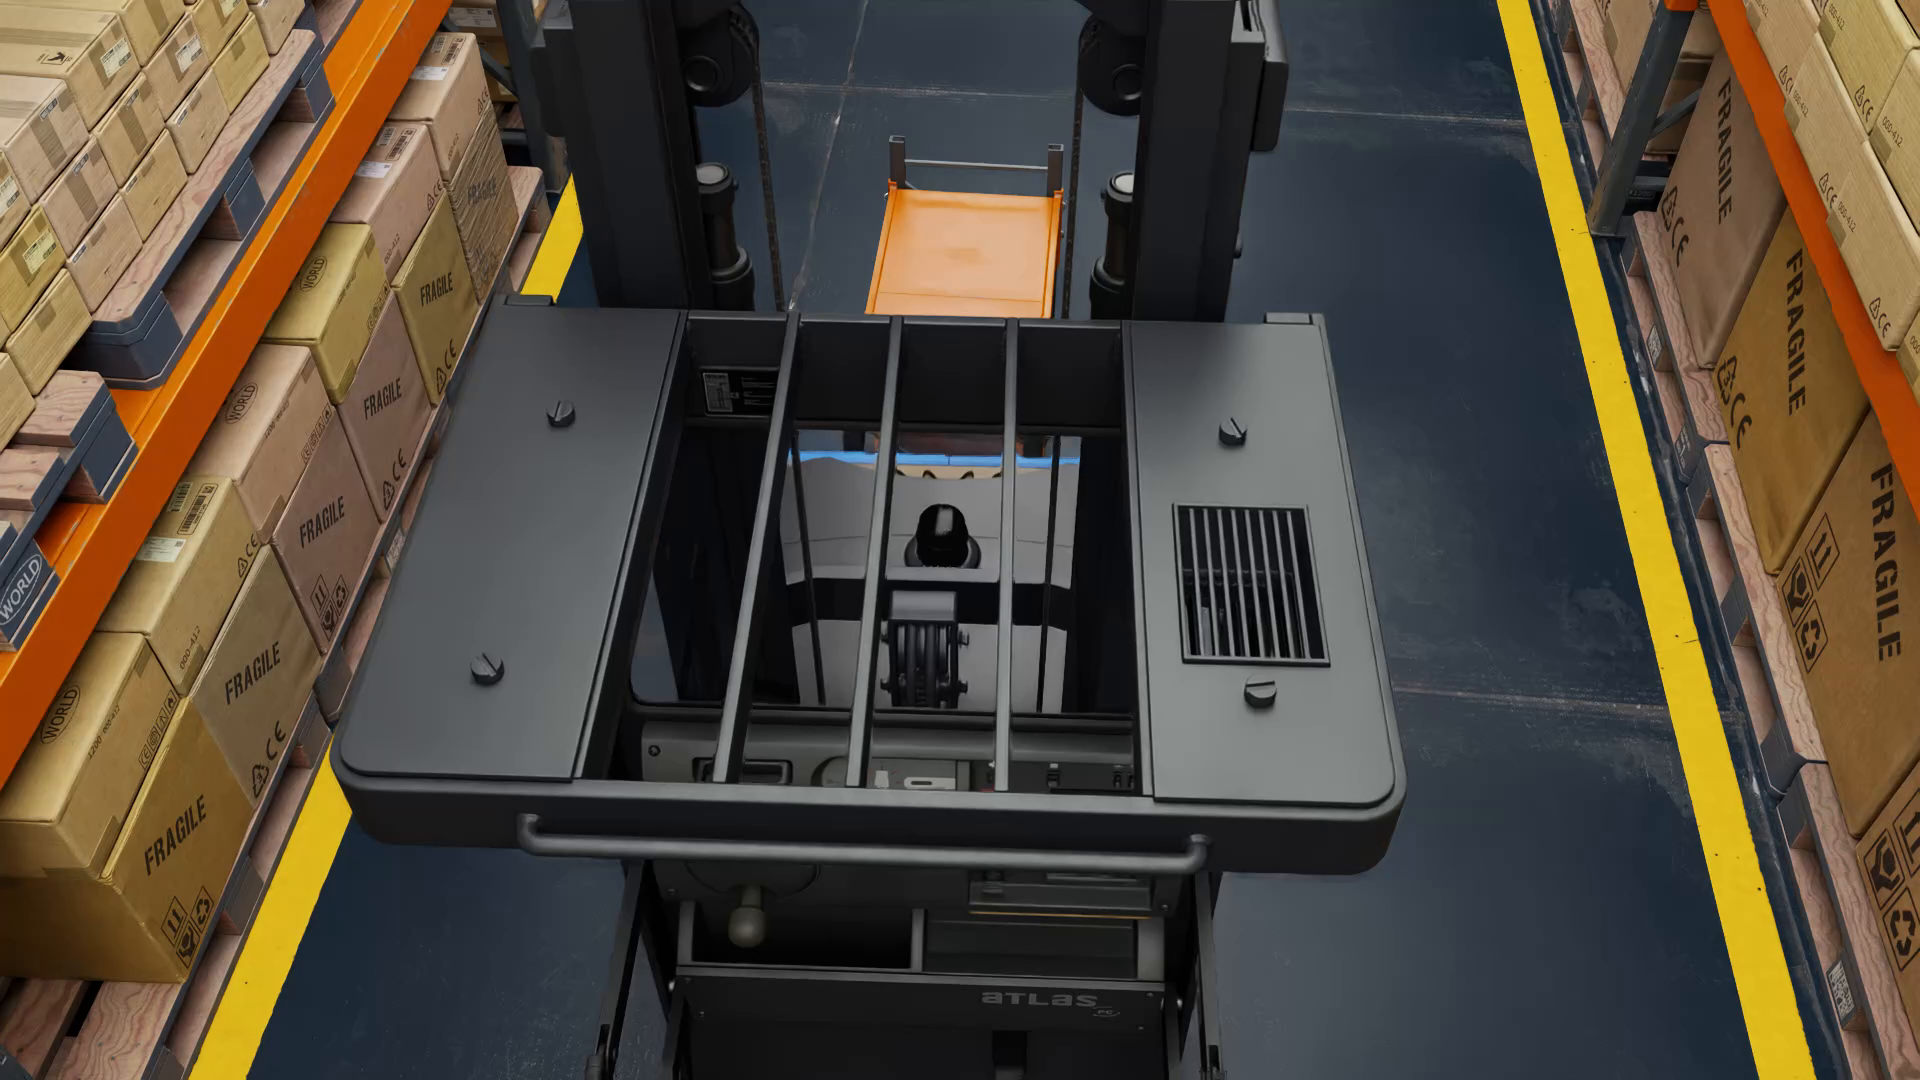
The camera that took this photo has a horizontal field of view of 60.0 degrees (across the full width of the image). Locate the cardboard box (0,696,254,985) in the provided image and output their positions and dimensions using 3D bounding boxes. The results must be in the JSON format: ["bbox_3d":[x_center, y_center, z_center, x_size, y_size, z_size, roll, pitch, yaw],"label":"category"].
[{"bbox_3d":[-2.093,0.708,3.979,0.500,0.500,0.500,2,48,2],"label":"cardboard box"}]

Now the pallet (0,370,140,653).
[{"bbox_3d":[-2.452,0.042,3.308,1.213,0.211,1.003,4,48,4],"label":"pallet"}]

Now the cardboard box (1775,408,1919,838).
[{"bbox_3d":[2.759,0.185,4.203,0.875,0.875,0.875,4,48,4],"label":"cardboard box"}]

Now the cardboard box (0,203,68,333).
[{"bbox_3d":[-2.101,-0.572,3.424,0.380,0.149,0.250,4,48,4],"label":"cardboard box"}]

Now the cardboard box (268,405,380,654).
[{"bbox_3d":[-2.008,-0.039,4.663,0.500,0.500,0.500,3,48,3],"label":"cardboard box"}]

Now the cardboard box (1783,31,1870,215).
[{"bbox_3d":[2.481,-1.060,4.288,0.500,0.250,0.500,4,48,3],"label":"cardboard box"}]

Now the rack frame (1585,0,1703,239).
[{"bbox_3d":[2.892,-2.172,5.204,1.000,3.000,0.127,4,48,4],"label":"rack frame"}]

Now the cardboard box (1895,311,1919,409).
[{"bbox_3d":[2.408,-0.317,3.609,0.500,0.250,0.500,3,48,3],"label":"cardboard box"}]

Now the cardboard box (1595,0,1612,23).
[{"bbox_3d":[3.137,-2.561,7.012,0.875,0.438,0.875,3,48,2],"label":"cardboard box"}]

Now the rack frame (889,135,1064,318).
[{"bbox_3d":[0.047,-0.758,5.181,0.500,1.125,0.032,4,48,4],"label":"rack frame"}]

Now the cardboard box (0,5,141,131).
[{"bbox_3d":[-2.058,-1.042,3.652,0.380,0.149,0.250,5,48,5],"label":"cardboard box"}]

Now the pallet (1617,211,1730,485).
[{"bbox_3d":[2.897,-0.659,5.710,1.003,0.211,1.213,4,48,4],"label":"pallet"}]

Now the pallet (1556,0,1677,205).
[{"bbox_3d":[3.039,-1.785,6.739,1.003,0.211,1.213,4,48,4],"label":"pallet"}]

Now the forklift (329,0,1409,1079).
[{"bbox_3d":[-0.080,0.611,2.704,1.130,2.935,3.031,2,48,1],"label":"forklift"}]

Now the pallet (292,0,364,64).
[{"bbox_3d":[-2.261,-1.814,5.007,1.003,0.211,1.213,4,48,4],"label":"pallet"}]

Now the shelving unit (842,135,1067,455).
[{"bbox_3d":[0.001,-0.385,4.839,0.538,1.125,1.048,4,48,4],"label":"shelving unit"}]

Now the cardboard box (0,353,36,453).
[{"bbox_3d":[-2.121,-0.259,3.340,0.380,0.149,0.250,6,48,5],"label":"cardboard box"}]

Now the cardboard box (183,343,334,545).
[{"bbox_3d":[-2.003,-0.268,4.364,0.500,0.250,0.500,4,48,4],"label":"cardboard box"}]

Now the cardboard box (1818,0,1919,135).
[{"bbox_3d":[2.479,-1.232,4.107,0.500,0.250,0.500,4,48,4],"label":"cardboard box"}]

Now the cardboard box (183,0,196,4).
[{"bbox_3d":[-2.008,-1.423,4.001,0.380,0.149,0.250,2,48,2],"label":"cardboard box"}]

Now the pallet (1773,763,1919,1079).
[{"bbox_3d":[2.674,1.134,4.070,1.003,0.211,1.213,4,48,4],"label":"pallet"}]

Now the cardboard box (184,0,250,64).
[{"bbox_3d":[-2.003,-1.314,4.103,0.380,0.149,0.250,4,48,4],"label":"cardboard box"}]

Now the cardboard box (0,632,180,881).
[{"bbox_3d":[-2.107,0.467,3.691,0.500,0.250,0.500,2,48,2],"label":"cardboard box"}]

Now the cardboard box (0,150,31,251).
[{"bbox_3d":[-2.103,-0.648,3.292,0.380,0.149,0.250,2,48,2],"label":"cardboard box"}]

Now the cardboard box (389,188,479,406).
[{"bbox_3d":[-1.910,-0.791,5.350,0.500,0.500,0.500,3,48,3],"label":"cardboard box"}]

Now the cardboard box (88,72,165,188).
[{"bbox_3d":[-2.051,-0.937,3.758,0.380,0.149,0.250,3,48,3],"label":"cardboard box"}]

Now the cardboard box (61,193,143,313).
[{"bbox_3d":[-2.076,-0.653,3.700,0.380,0.149,0.250,5,48,5],"label":"cardboard box"}]

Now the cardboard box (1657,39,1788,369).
[{"bbox_3d":[2.915,-1.136,5.411,0.875,0.875,0.875,5,48,5],"label":"cardboard box"}]

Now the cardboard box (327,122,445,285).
[{"bbox_3d":[-1.923,-1.041,5.070,0.500,0.250,0.500,6,48,5],"label":"cardboard box"}]

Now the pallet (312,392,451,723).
[{"bbox_3d":[-2.225,-0.019,5.124,1.003,0.211,1.213,4,48,4],"label":"pallet"}]

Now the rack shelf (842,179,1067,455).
[{"bbox_3d":[0.001,-0.582,4.623,0.538,0.278,1.000,4,48,4],"label":"rack shelf"}]

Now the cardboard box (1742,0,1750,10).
[{"bbox_3d":[2.589,-1.816,4.980,0.500,0.250,0.500,3,48,3],"label":"cardboard box"}]

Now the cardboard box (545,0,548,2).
[{"bbox_3d":[-1.725,-2.249,6.518,0.380,0.149,0.250,6,48,5],"label":"cardboard box"}]

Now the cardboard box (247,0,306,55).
[{"bbox_3d":[-1.976,-1.420,4.401,0.380,0.149,0.250,2,48,2],"label":"cardboard box"}]

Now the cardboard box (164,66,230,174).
[{"bbox_3d":[-2.025,-1.029,4.044,0.380,0.149,0.250,2,48,2],"label":"cardboard box"}]
